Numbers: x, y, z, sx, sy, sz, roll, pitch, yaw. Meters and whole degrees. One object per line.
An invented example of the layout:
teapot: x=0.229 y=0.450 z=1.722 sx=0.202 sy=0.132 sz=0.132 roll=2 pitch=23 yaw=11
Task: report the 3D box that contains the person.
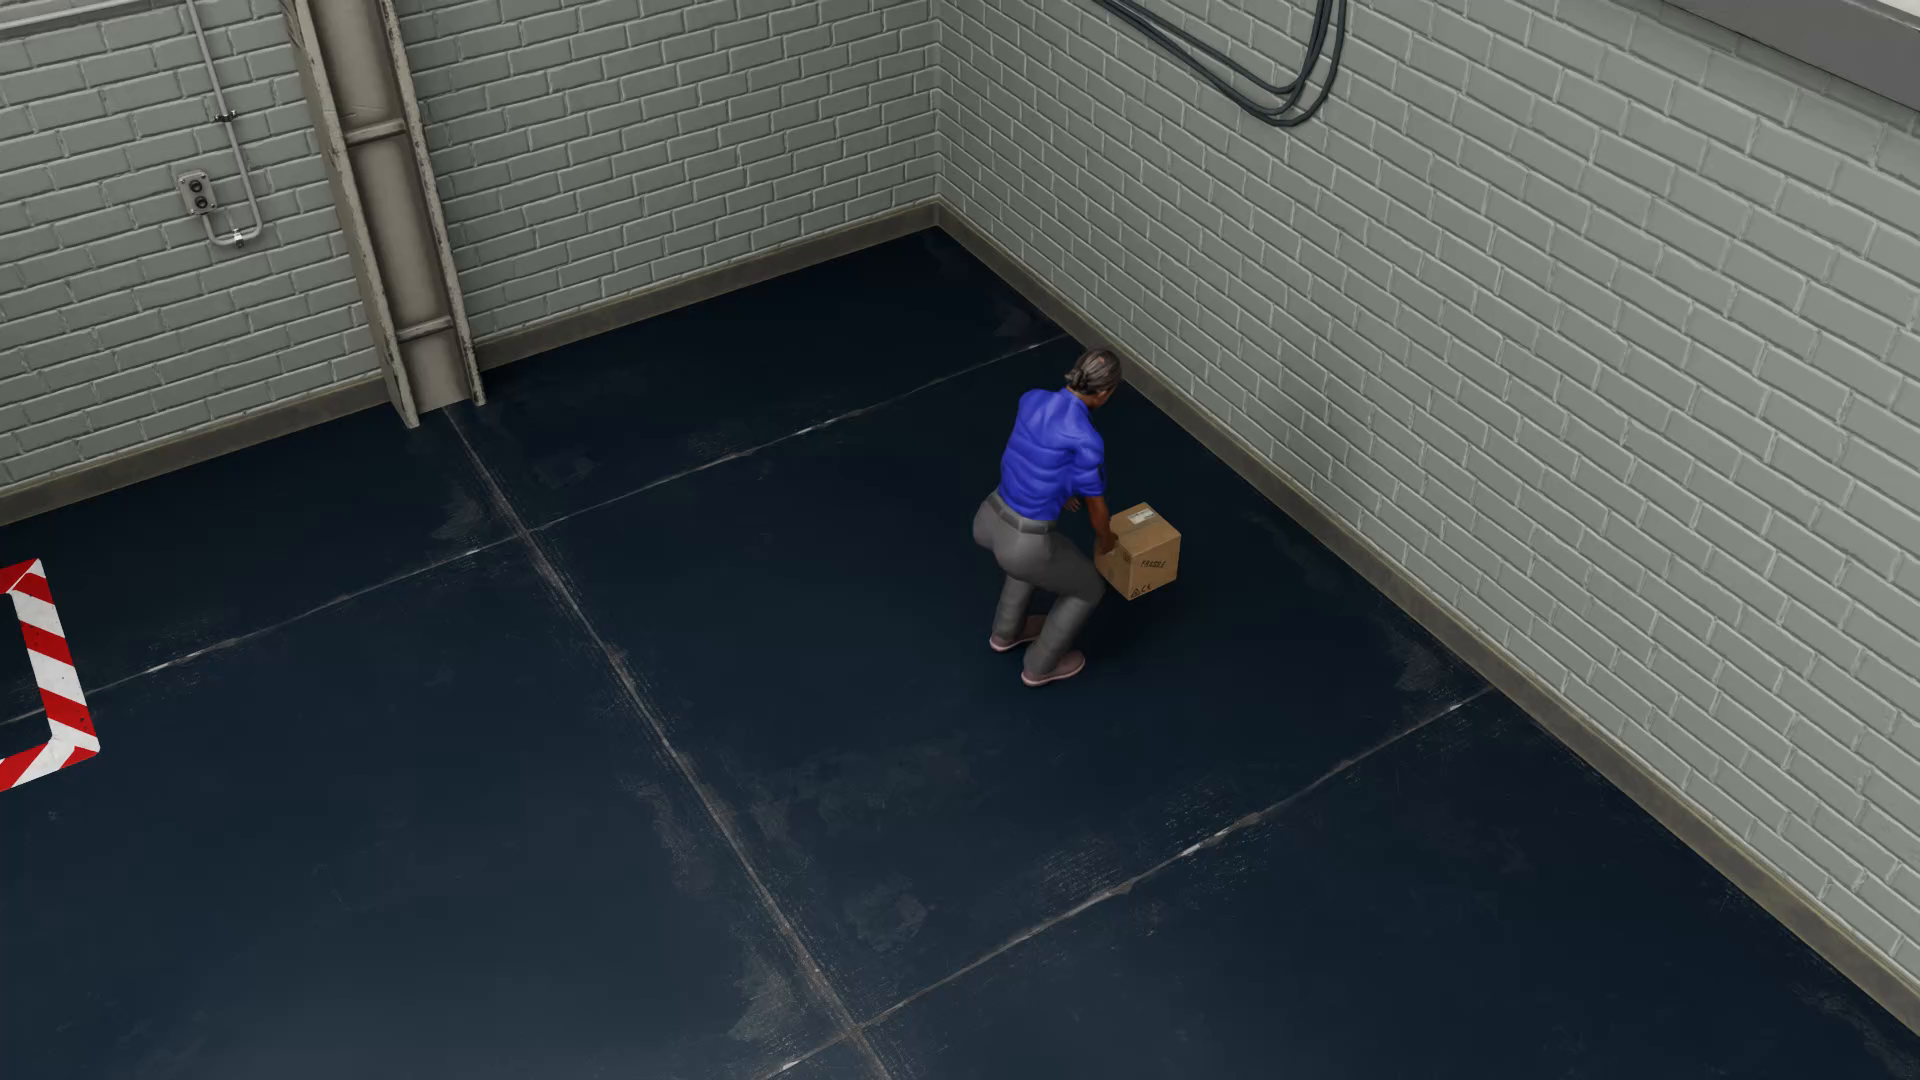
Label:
person: x=0.333 y=-0.084 z=6.471 sx=0.617 sy=1.390 sz=0.495 roll=-22 pitch=46 yaw=-24
